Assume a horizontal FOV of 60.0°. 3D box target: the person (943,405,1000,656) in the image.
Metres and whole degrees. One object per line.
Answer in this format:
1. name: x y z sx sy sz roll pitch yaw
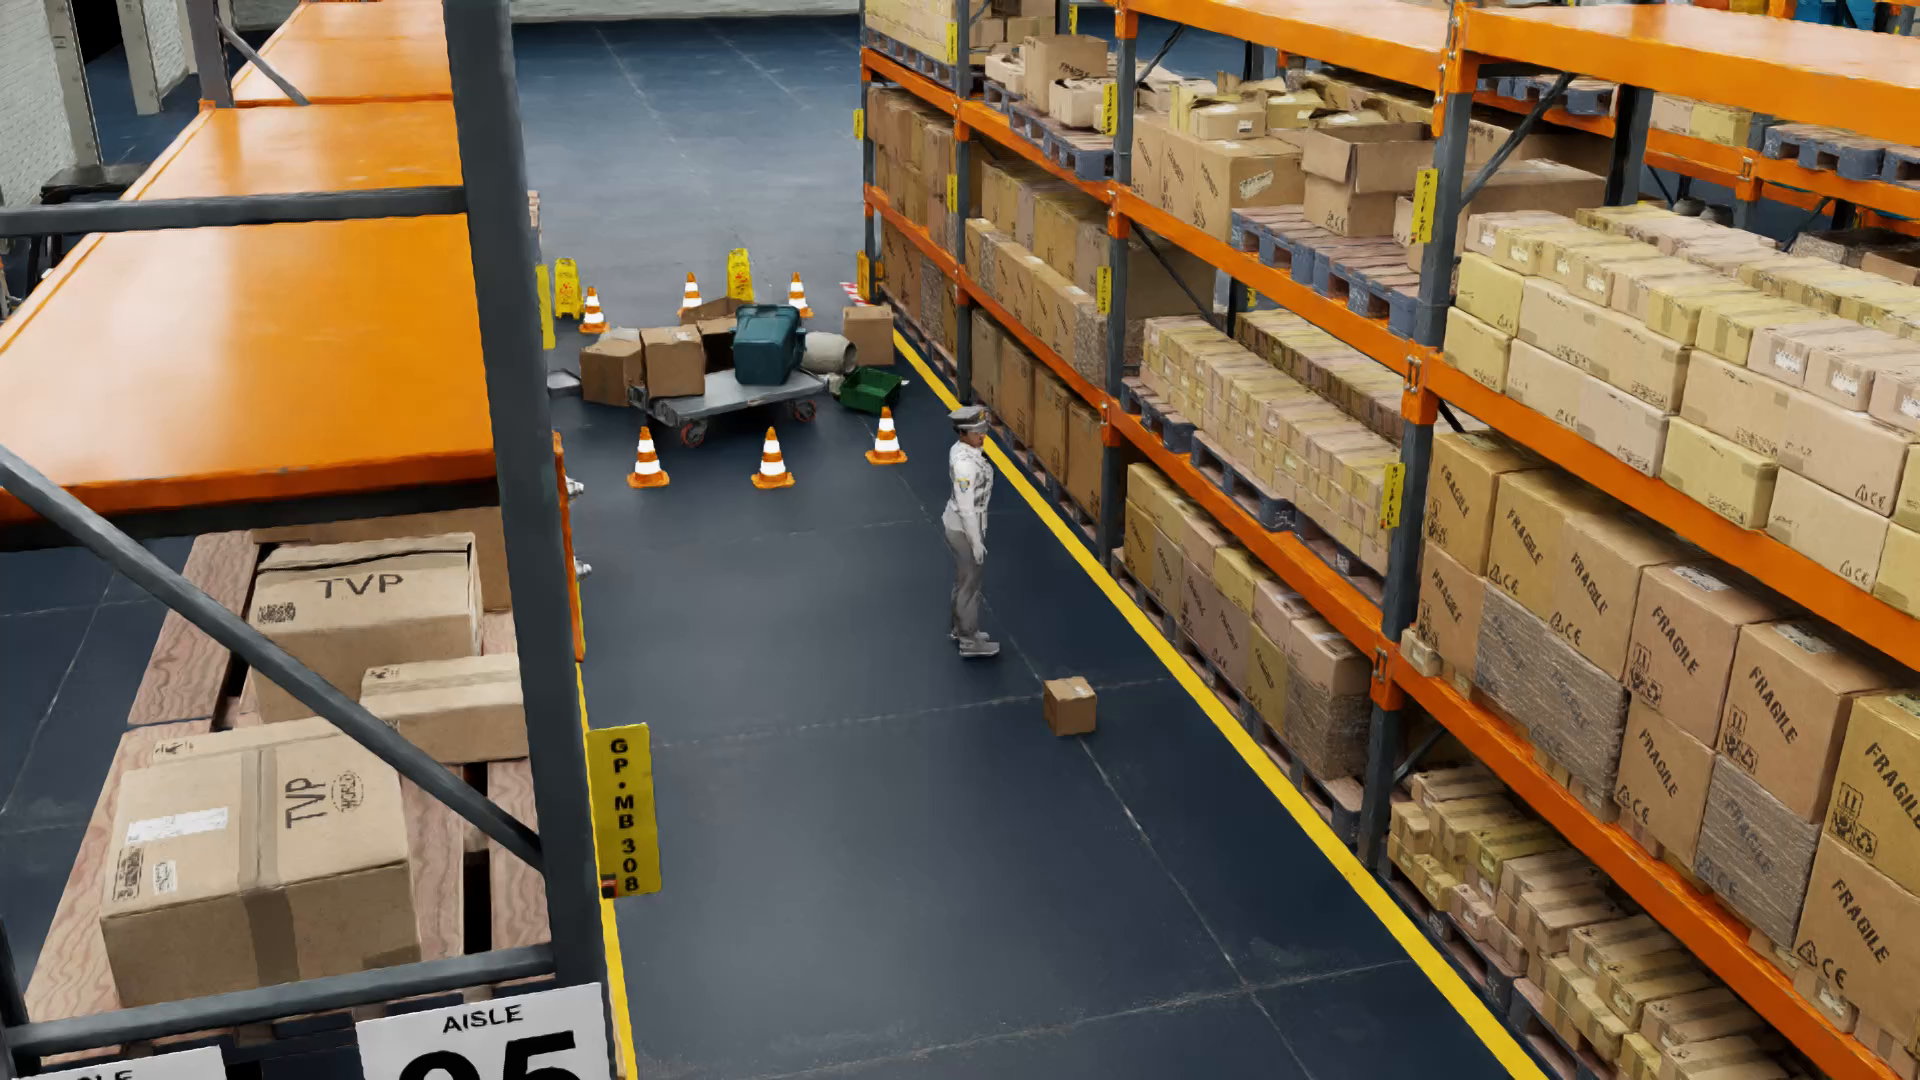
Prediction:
1. person: 0.076 -0.040 10.681 0.377 1.711 0.534 0 23 1
